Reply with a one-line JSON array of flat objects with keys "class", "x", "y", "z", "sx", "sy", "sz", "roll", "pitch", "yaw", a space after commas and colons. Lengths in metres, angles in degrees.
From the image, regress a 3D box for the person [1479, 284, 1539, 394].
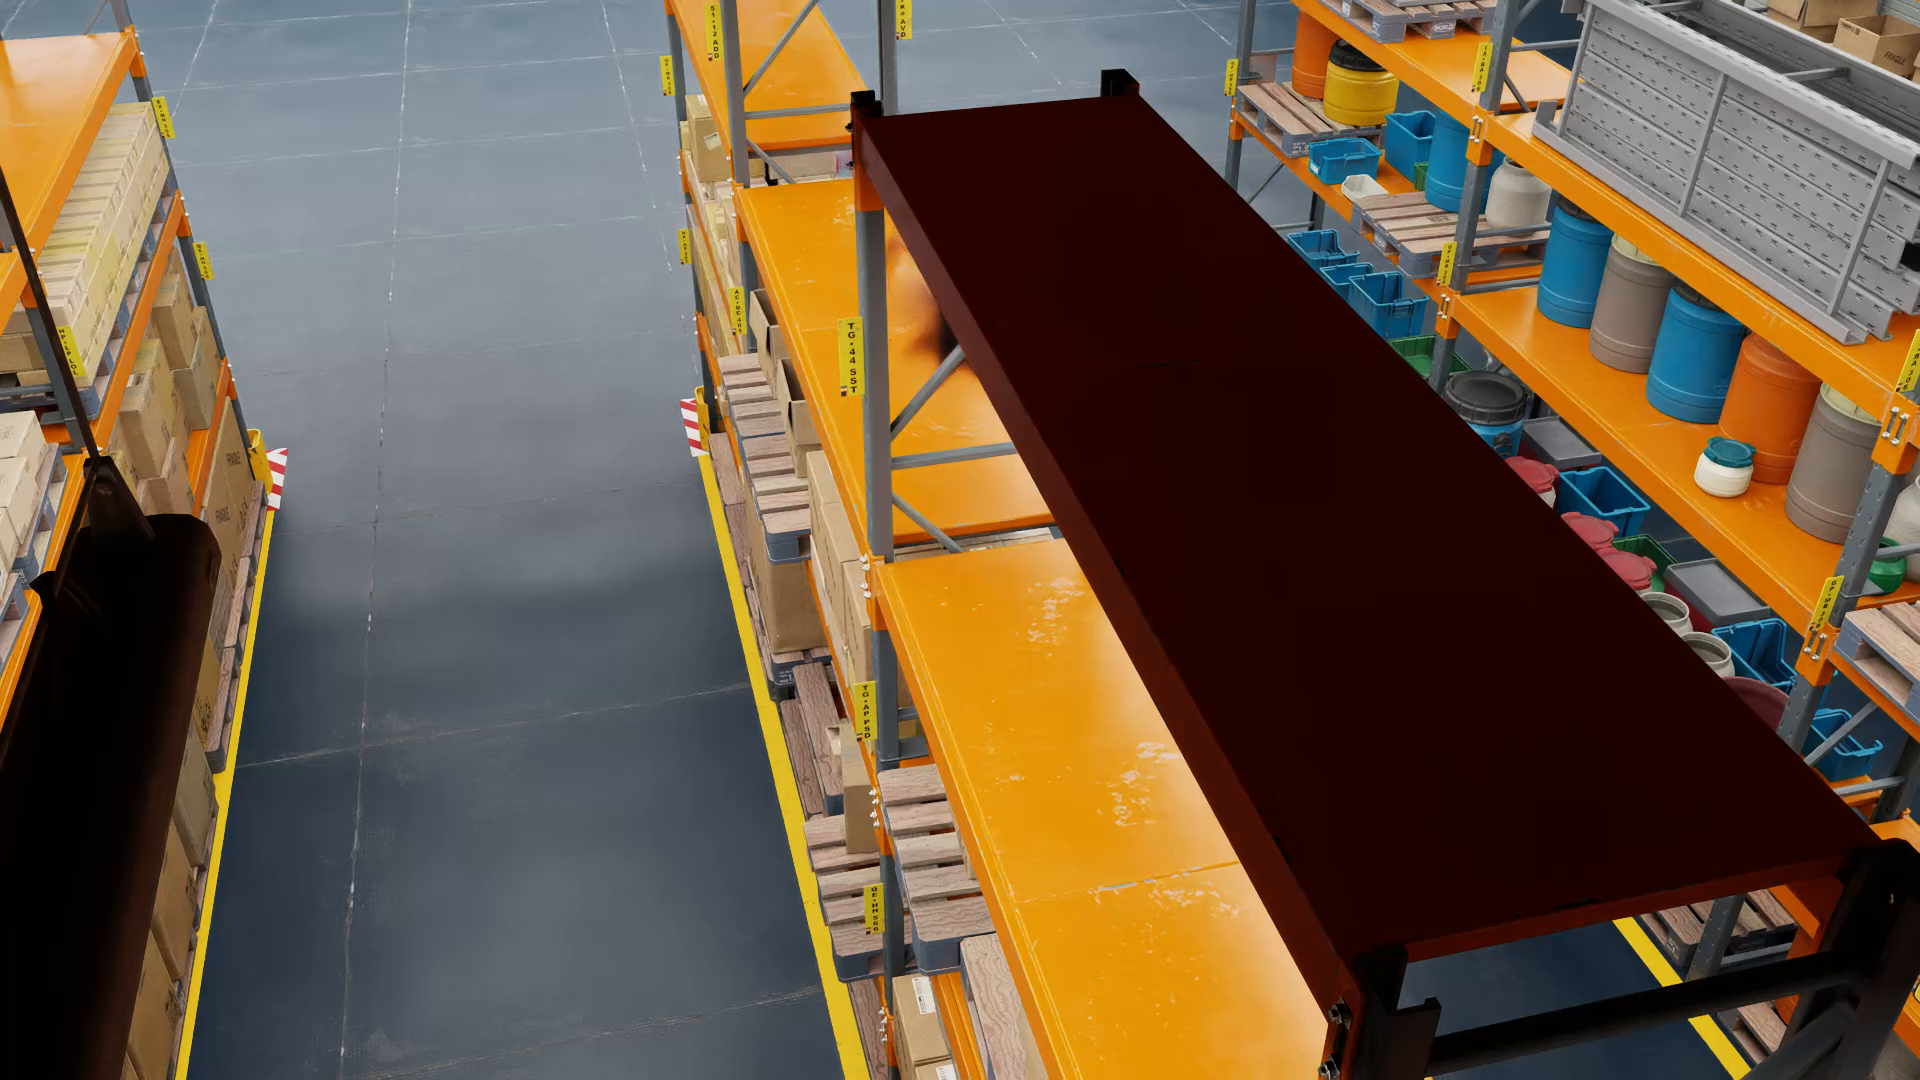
[{"class": "person", "x": 5.239, "y": -2.206, "z": 15.797, "sx": 0.824, "sy": 1.779, "sz": 0.645, "roll": 20, "pitch": 39, "yaw": 27}]
